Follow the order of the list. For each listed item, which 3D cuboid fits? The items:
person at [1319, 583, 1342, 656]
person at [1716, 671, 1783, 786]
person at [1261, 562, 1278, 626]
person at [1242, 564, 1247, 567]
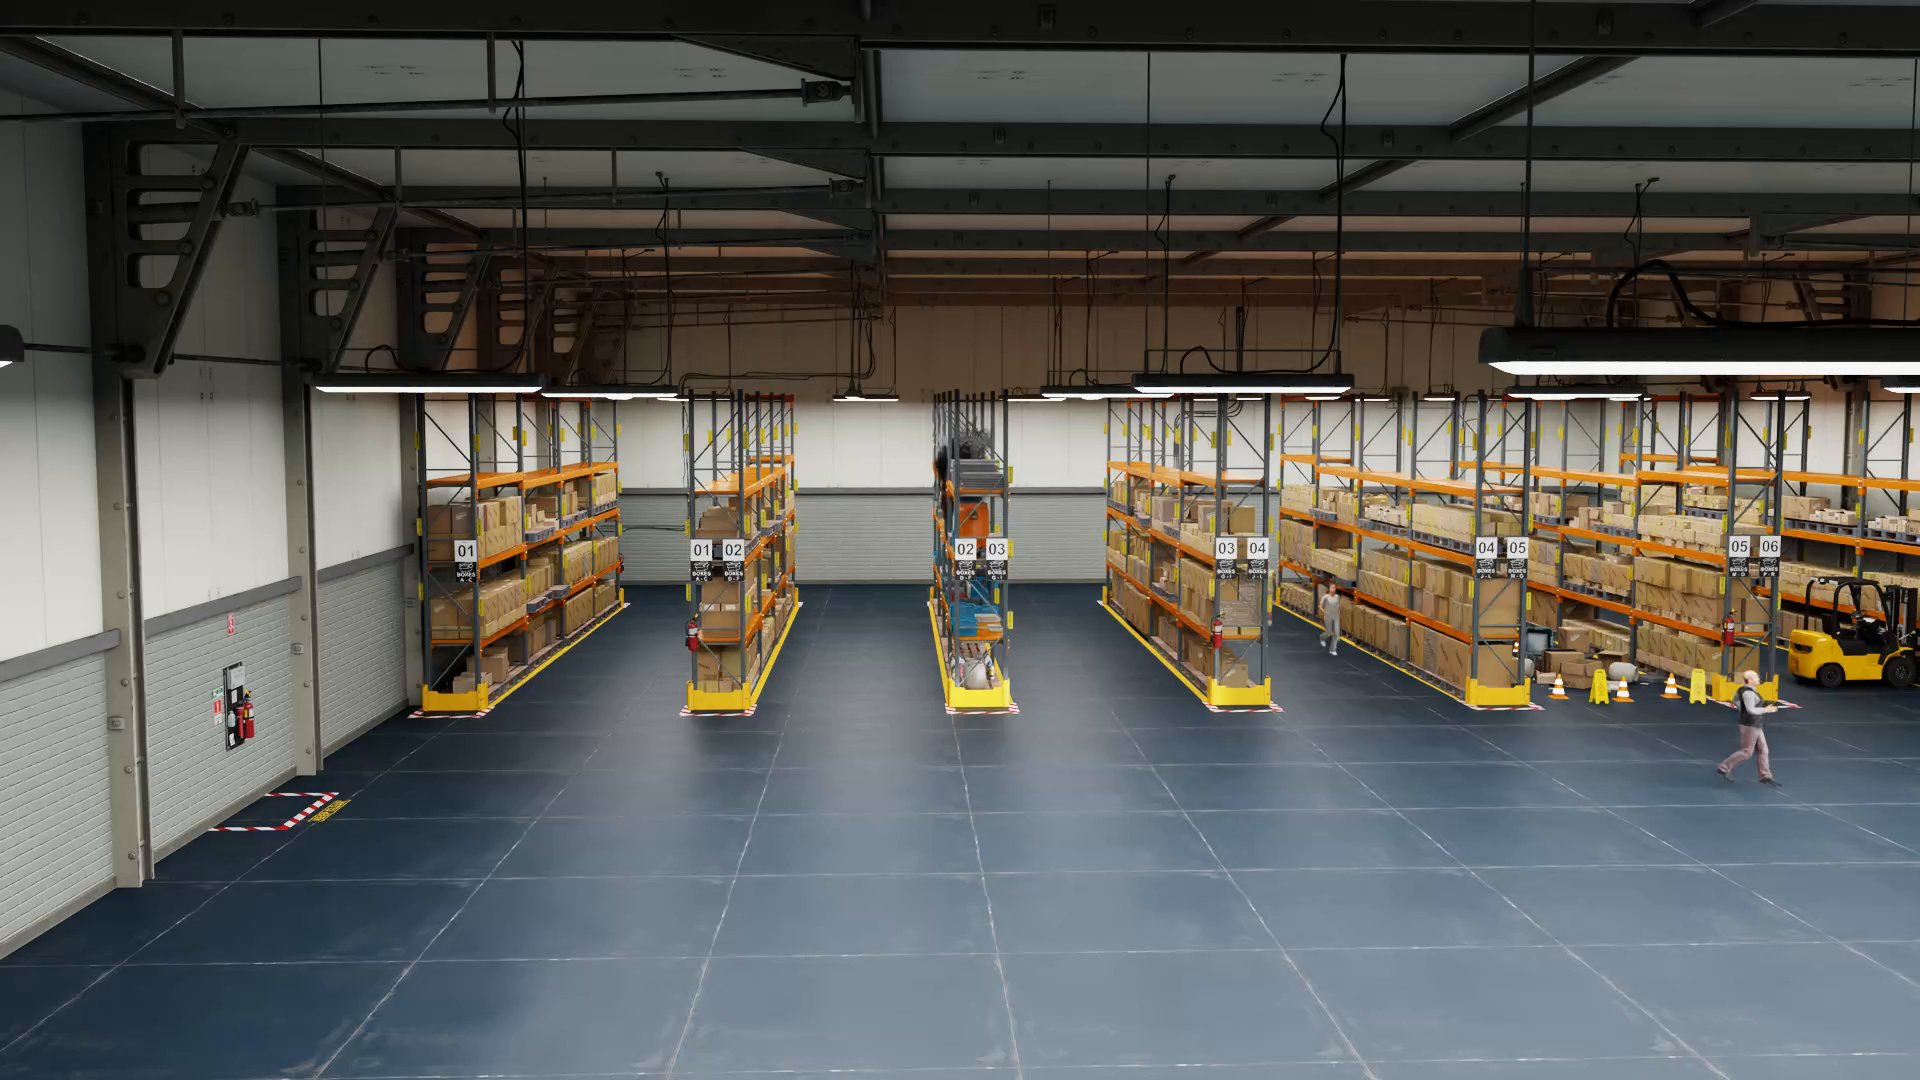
[{"bbox_3d":[8.519,1.801,38.224,0.567,1.645,0.755,-1,5,-11],"label":"person"},{"bbox_3d":[11.815,2.806,24.835,0.906,1.715,0.630,2,5,26],"label":"person"},{"bbox_3d":[8.002,1.350,43.333,0.578,1.668,0.965,0,5,5],"label":"person"},{"bbox_3d":[8.254,0.952,48.360,0.810,1.737,0.740,4,6,43],"label":"person"}]
